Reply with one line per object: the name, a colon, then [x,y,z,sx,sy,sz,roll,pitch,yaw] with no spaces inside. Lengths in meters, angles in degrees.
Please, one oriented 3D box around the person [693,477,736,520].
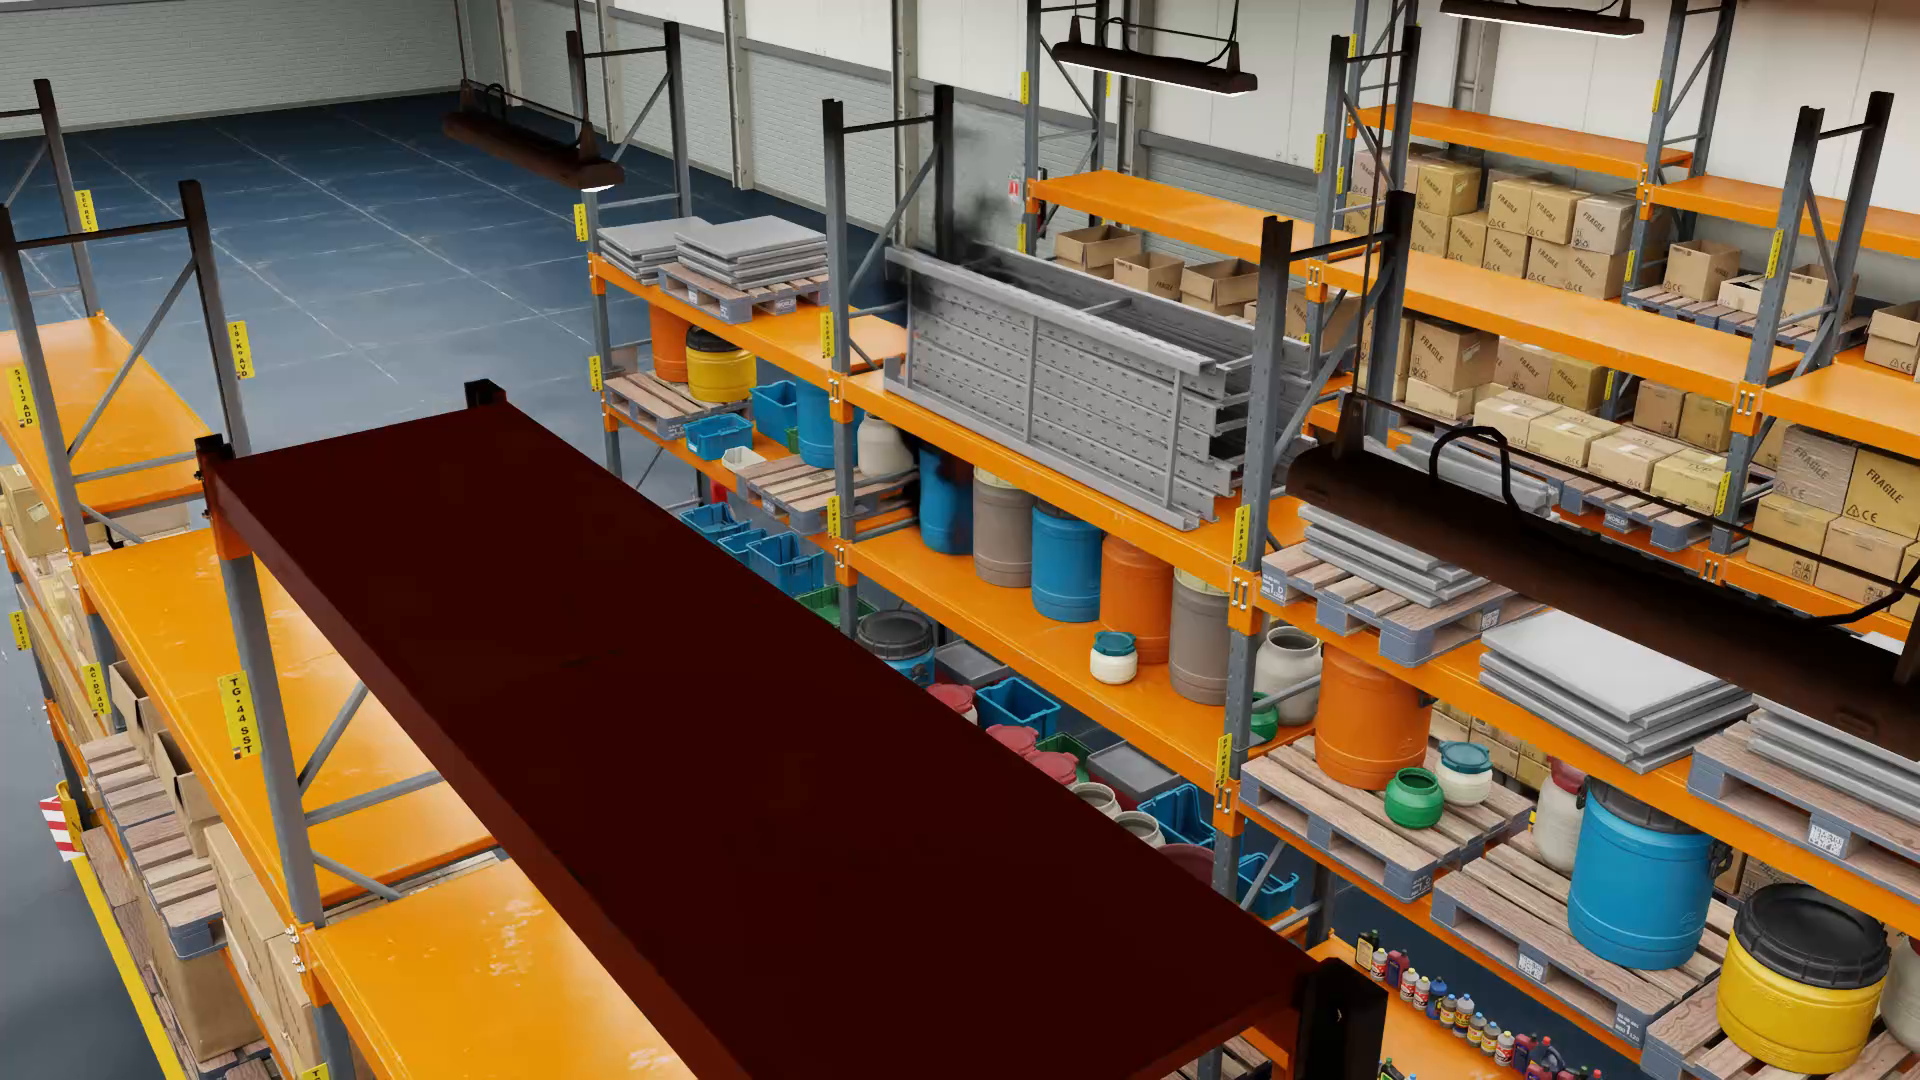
person: [-2.570,-0.175,17.399,0.630,1.674,0.689,9,26,18]
